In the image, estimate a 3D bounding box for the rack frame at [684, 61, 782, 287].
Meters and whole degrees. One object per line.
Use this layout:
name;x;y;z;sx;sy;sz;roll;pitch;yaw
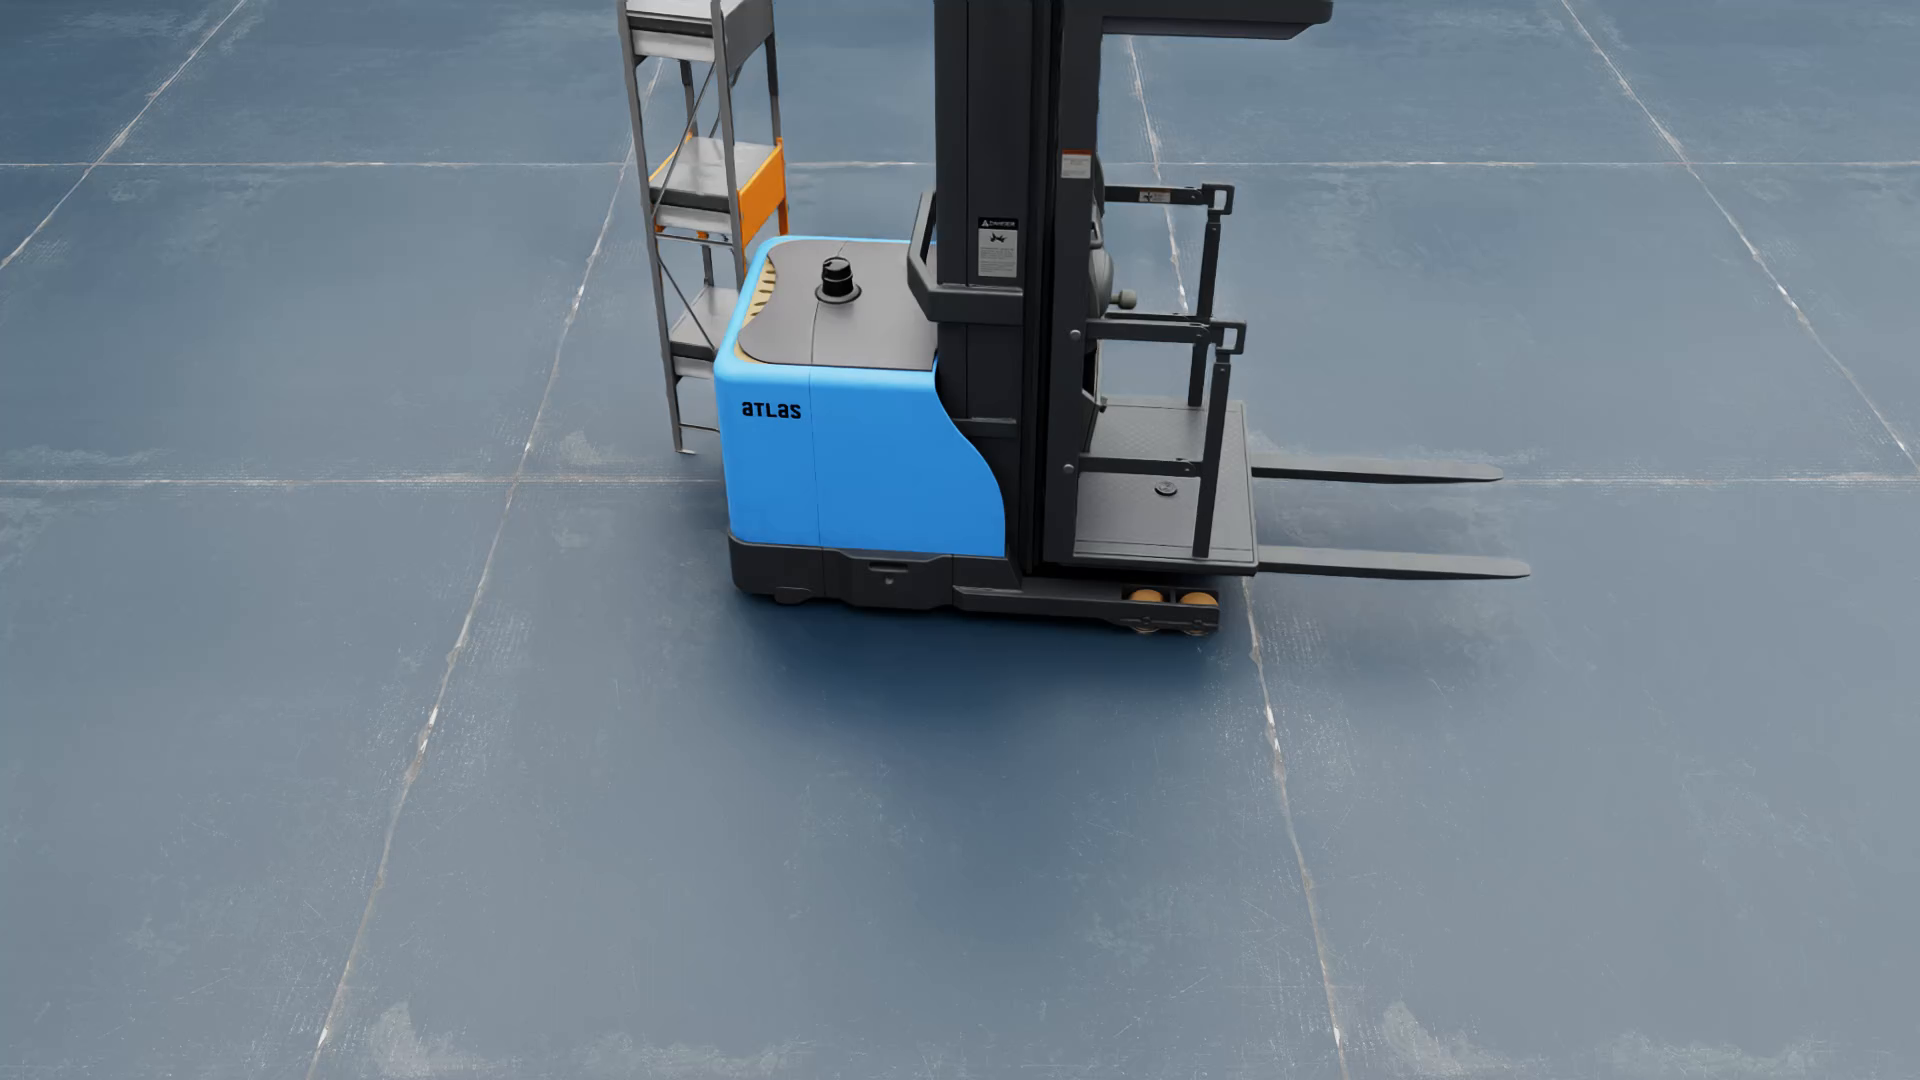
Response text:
rack frame;-0.913;-1.466;6.900;0.400;2.100;0.015;10;40;12

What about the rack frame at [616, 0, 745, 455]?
rack frame;-1.043;-1.172;6.533;0.400;2.100;0.015;10;40;12

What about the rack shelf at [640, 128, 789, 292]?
rack shelf;-0.978;-1.308;6.725;0.431;0.518;0.480;10;40;12

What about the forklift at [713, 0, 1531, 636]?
forklift;0.662;-1.131;5.817;3.031;2.935;1.130;3;39;4

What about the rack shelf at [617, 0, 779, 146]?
rack shelf;-0.978;-1.854;6.287;0.431;0.518;0.480;10;40;12

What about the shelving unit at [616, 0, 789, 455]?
shelving unit;-0.978;-1.319;6.716;0.431;2.100;0.503;10;40;12

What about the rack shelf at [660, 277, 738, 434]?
rack shelf;-0.978;-0.762;7.163;0.431;0.518;0.480;10;40;12
